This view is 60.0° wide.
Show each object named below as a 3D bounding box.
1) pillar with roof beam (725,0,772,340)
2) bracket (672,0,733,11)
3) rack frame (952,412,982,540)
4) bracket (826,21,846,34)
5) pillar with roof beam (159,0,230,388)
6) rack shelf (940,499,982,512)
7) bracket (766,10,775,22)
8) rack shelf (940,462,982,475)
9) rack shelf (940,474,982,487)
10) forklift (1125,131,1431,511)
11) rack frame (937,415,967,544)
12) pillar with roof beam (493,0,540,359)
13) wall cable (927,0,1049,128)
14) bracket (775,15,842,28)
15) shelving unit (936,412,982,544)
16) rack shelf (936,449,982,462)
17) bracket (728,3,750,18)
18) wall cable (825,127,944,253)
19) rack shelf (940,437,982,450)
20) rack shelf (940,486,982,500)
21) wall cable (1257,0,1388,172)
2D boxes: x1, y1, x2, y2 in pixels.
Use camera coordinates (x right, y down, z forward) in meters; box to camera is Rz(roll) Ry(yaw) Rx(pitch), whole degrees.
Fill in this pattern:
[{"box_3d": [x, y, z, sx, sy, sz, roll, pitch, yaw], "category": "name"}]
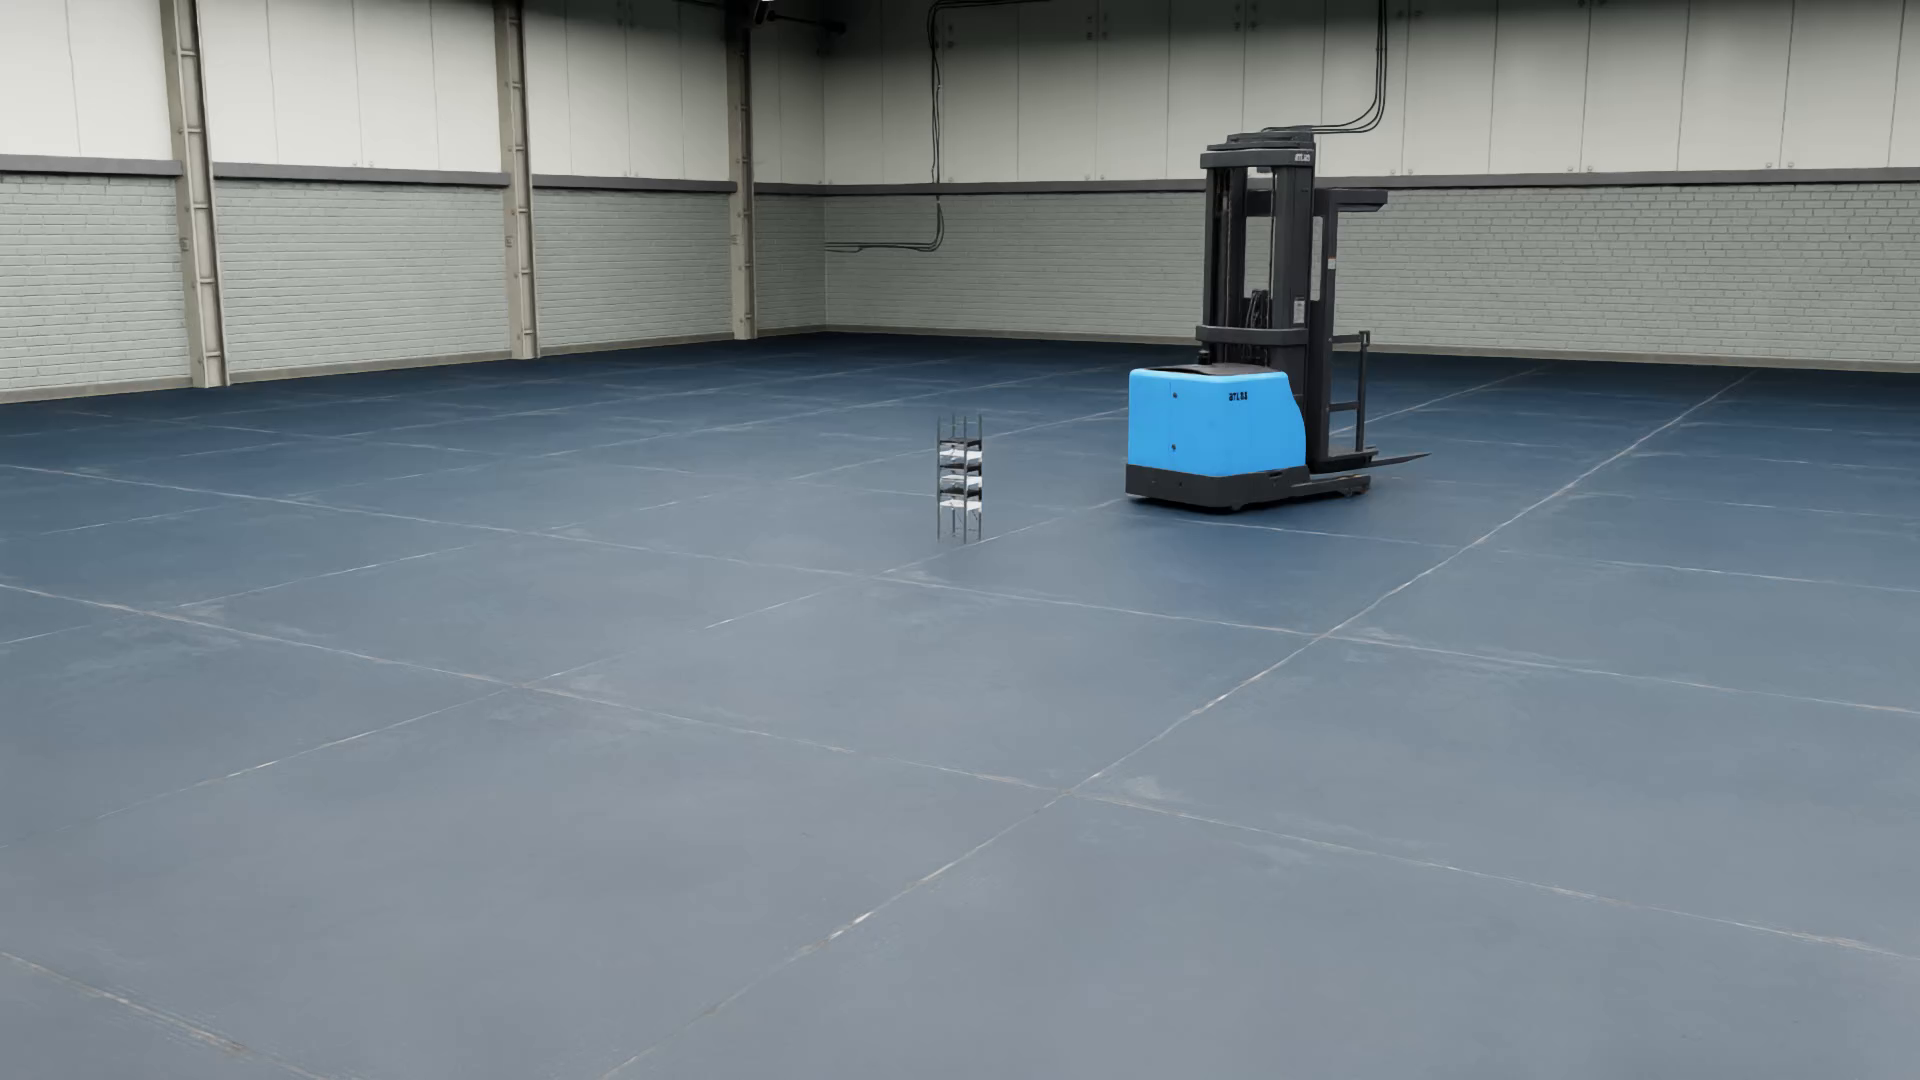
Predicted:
[{"box_3d": [-0.651, -8.068, 30.510, 9.100, 9.000, 0.548, 6, 12, 31], "category": "pillar with roof beam"}, {"box_3d": [-5.580, -9.744, 29.682, 0.076, 0.066, 4.783, 6, 12, 31], "category": "bracket"}, {"box_3d": [0.049, -0.457, 11.864, 0.240, 0.900, 0.006, 6, 12, 31], "category": "rack frame"}, {"box_3d": [-2.581, -10.653, 34.534, 0.235, 0.232, 0.430, 6, 12, 31], "category": "bracket"}, {"box_3d": [-6.881, -6.181, 20.429, 9.100, 9.000, 0.400, 6, 12, 31], "category": "pillar with roof beam"}, {"box_3d": [-0.004, -0.231, 11.818, 0.258, 0.077, 0.200, 6, 12, 31], "category": "rack shelf"}, {"box_3d": [-3.811, -10.280, 32.544, 0.235, 0.232, 0.430, 6, 12, 31], "category": "bracket"}, {"box_3d": [-0.004, -0.497, 11.769, 0.258, 0.077, 0.200, 6, 12, 31], "category": "rack shelf"}, {"box_3d": [-0.004, -0.408, 11.785, 0.258, 0.077, 0.200, 6, 12, 31], "category": "rack shelf"}, {"box_3d": [2.808, -1.864, 13.860, 3.031, 2.935, 1.130, -9, 14, -39], "category": "forklift"}, {"box_3d": [-0.057, -0.425, 11.694, 0.240, 0.900, 0.006, 6, 12, 31], "category": "rack frame"}, {"box_3d": [-3.766, -7.124, 25.470, 9.100, 9.000, 0.400, 6, 12, 31], "category": "pillar with roof beam"}, {"box_3d": [0.641, -9.514, 32.948, 3.097, 2.526, 0.112, 6, 12, 31], "category": "wall cable"}, {"box_3d": [-2.888, -10.560, 34.038, 0.076, 0.066, 3.189, 6, 12, 31], "category": "bracket"}, {"box_3d": [-0.004, -0.441, 11.779, 0.258, 0.900, 0.210, 6, 12, 31], "category": "shelving unit"}, {"box_3d": [-0.004, -0.585, 11.752, 0.258, 0.077, 0.200, 6, 12, 31], "category": "rack shelf"}, {"box_3d": [-4.242, -10.149, 31.846, 0.235, 0.232, 0.430, 6, 12, 31], "category": "bracket"}, {"box_3d": [-1.671, -7.290, 34.793, 3.097, 2.526, 0.112, 6, 12, 31], "category": "wall cable"}, {"box_3d": [-0.004, -0.674, 11.736, 0.258, 0.077, 0.200, 6, 12, 31], "category": "rack shelf"}, {"box_3d": [-0.004, -0.320, 11.802, 0.258, 0.077, 0.200, 6, 12, 31], "category": "rack shelf"}, {"box_3d": [6.435, -9.579, 29.336, 2.305, 6.003, 0.169, 6, 12, 31], "category": "wall cable"}]
